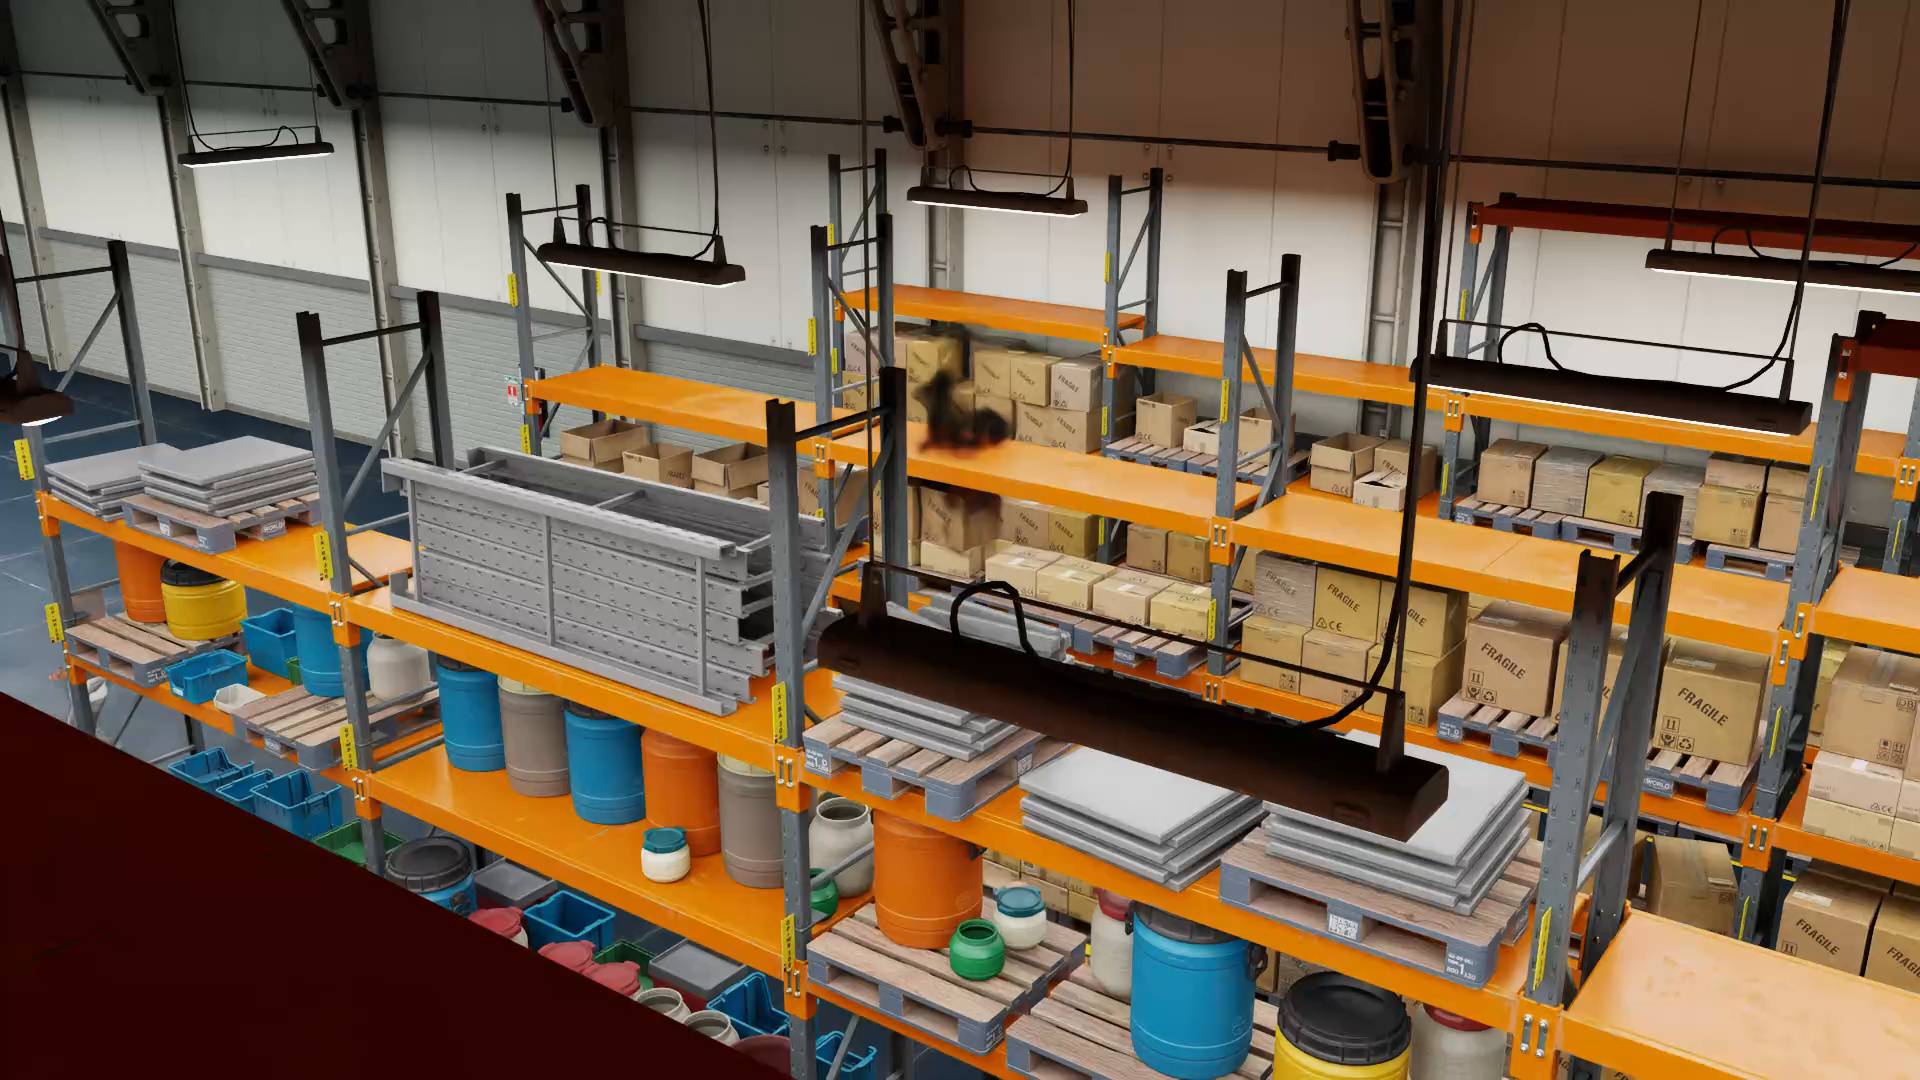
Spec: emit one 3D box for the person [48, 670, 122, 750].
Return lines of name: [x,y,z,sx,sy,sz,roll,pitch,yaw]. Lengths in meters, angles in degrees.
person: [-9.238,1.632,17.491,0.578,1.726,0.650,-9,20,-25]

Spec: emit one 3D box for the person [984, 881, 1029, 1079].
person: [0.461,3.350,12.326,0.856,1.838,0.686,10,21,26]
